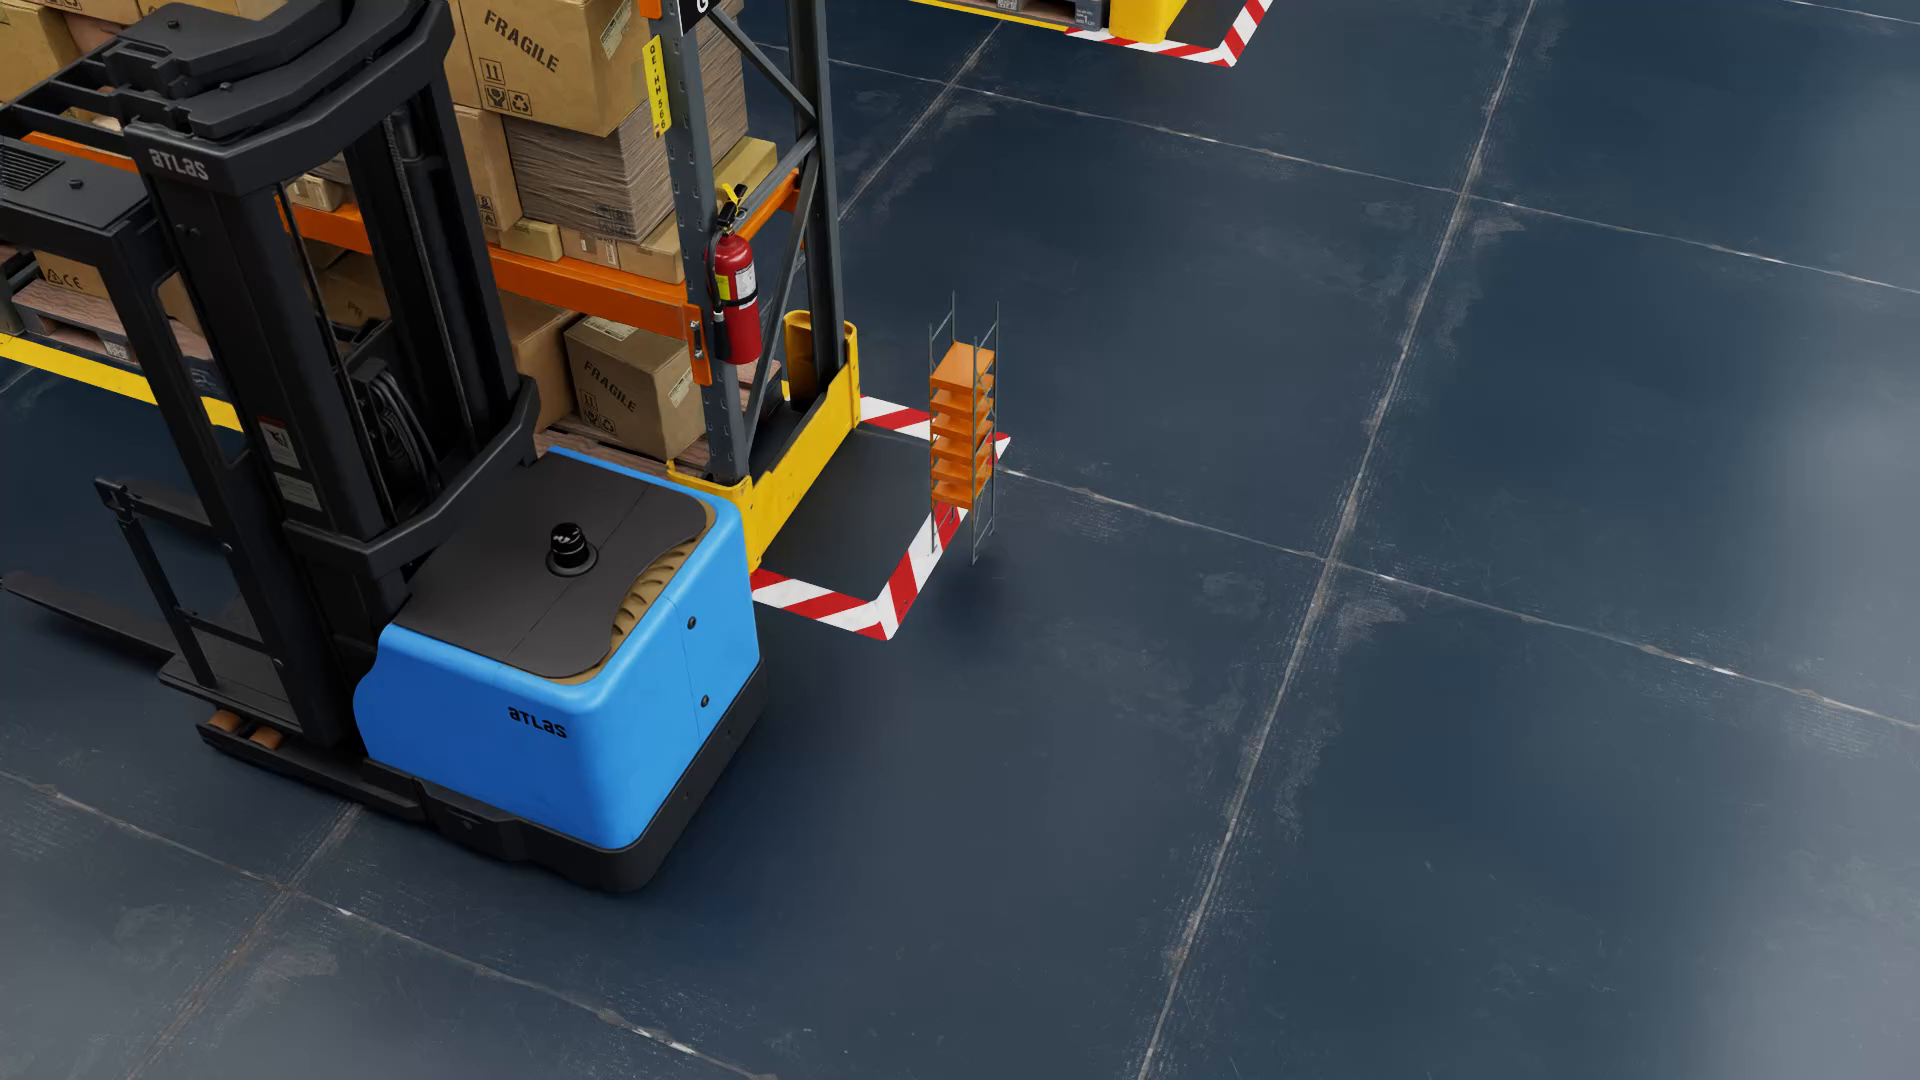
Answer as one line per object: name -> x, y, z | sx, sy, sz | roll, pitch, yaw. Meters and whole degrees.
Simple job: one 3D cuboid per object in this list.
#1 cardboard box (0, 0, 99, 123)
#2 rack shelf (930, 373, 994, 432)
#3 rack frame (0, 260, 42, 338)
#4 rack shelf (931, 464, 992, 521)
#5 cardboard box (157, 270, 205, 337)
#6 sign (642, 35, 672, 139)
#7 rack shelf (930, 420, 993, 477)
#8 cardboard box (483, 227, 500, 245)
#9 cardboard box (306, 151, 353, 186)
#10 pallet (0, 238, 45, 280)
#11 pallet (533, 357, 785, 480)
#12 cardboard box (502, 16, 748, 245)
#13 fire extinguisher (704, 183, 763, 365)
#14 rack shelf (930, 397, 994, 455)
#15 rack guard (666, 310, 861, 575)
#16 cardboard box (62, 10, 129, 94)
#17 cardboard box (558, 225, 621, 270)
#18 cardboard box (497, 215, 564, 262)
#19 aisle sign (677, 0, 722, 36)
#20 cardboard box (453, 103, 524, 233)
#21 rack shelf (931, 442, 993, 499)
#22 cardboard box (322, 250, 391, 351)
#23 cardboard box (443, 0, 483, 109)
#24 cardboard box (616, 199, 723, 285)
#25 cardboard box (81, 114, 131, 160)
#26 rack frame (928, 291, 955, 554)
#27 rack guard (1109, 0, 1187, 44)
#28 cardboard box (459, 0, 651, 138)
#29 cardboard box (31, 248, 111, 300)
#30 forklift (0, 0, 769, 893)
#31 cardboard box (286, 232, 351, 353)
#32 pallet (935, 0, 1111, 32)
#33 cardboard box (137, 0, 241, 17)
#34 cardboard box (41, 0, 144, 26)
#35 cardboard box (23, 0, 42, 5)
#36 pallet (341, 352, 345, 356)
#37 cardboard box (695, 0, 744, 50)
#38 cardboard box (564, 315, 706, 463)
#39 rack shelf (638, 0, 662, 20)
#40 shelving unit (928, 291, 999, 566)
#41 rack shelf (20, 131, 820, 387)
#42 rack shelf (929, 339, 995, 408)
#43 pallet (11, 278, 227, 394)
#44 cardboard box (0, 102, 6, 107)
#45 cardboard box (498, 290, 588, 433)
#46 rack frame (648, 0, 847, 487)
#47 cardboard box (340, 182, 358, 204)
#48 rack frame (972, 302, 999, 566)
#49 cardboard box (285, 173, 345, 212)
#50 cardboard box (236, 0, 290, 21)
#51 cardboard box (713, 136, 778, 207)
cardboard box -> -3.601, -2.206, 6.897 | 0.500, 0.500, 0.875 | 16, 47, 16
rack shelf -> 0.014, -0.560, 6.524 | 0.180, 0.103, 0.258 | 16, 47, 16
rack frame -> -4.440, -2.386, 7.360 | 0.127, 3.000, 1.000 | 16, 47, 16
rack shelf -> 0.014, -0.220, 6.862 | 0.180, 0.103, 0.258 | 16, 47, 16
cardboard box -> -3.555, -1.363, 7.807 | 0.500, 0.500, 0.500 | 32, 53, 28
sign -> -0.981, -1.466, 5.391 | 0.005, 0.325, 0.100 | 16, 47, 16
rack shelf -> 0.014, -0.390, 6.693 | 0.180, 0.103, 0.258 | 16, 47, 16
cardboard box -> -1.797, -1.334, 6.481 | 0.250, 0.149, 0.380 | 16, 47, 16
cardboard box -> -2.198, -1.829, 6.519 | 0.500, 0.500, 0.875 | 16, 47, 16
pallet -> -5.159, -1.608, 8.555 | 1.213, 0.211, 1.003 | 16, 47, 16
pallet -> -1.555, -0.575, 7.518 | 1.213, 0.211, 1.003 | 16, 47, 16
cardboard box -> -1.246, -1.608, 6.296 | 0.500, 0.500, 0.875 | 16, 47, 16
fire extinguisher -> -0.820, -0.941, 5.963 | 0.183, 0.674, 0.296 | 16, 47, 16
rack shelf -> 0.014, -0.475, 6.608 | 0.180, 0.103, 0.258 | 16, 47, 16
rack guard -> -0.819, -0.434, 7.171 | 0.348, 0.500, 1.175 | 16, 47, 16
cardboard box -> -3.101, -2.135, 6.827 | 0.500, 0.500, 0.875 | 16, 47, 16
cardboard box -> -1.322, -1.222, 6.368 | 0.250, 0.149, 0.380 | 16, 47, 16
cardboard box -> -1.572, -1.256, 6.403 | 0.250, 0.149, 0.380 | 16, 47, 16
aisle sign -> -0.807, -2.009, 5.138 | 0.004, 0.787, 0.394 | 16, 47, 16
cardboard box -> -1.753, -1.665, 6.354 | 0.500, 0.500, 0.875 | 16, 47, 16
rack shelf -> 0.014, -0.305, 6.778 | 0.180, 0.103, 0.258 | 16, 47, 16
cardboard box -> -2.454, -1.065, 7.507 | 0.500, 0.500, 0.500 | 21, 48, 19
cardboard box -> -1.815, -1.916, 5.897 | 0.500, 0.500, 0.500 | 16, 47, 16
cardboard box -> -1.091, -1.154, 6.300 | 0.250, 0.149, 0.380 | 16, 47, 16
cardboard box -> -3.441, -1.760, 6.909 | 0.250, 0.149, 0.380 | 16, 47, 16
rack frame -> -0.071, -0.446, 6.687 | 0.006, 1.200, 0.240 | 16, 47, 16
rack guard -> 1.276, -3.608, 10.361 | 0.348, 0.500, 1.175 | 16, 47, 16
cardboard box -> -1.351, -1.783, 5.764 | 0.500, 0.500, 0.500 | 16, 47, 16
cardboard box -> -4.087, -1.514, 7.958 | 0.500, 0.500, 0.500 | 15, 47, 15
forklift -> -2.297, -0.507, 5.521 | 3.031, 2.935, 1.130 | 17, 47, 16
cardboard box -> -2.952, -1.246, 7.689 | 0.500, 0.500, 0.500 | 13, 46, 12
pallet -> 0.486, -3.679, 10.637 | 1.213, 0.211, 1.003 | 16, 47, 16
cardboard box -> -2.734, -2.194, 6.177 | 0.500, 0.500, 0.500 | 16, 47, 16
cardboard box -> -3.200, -2.323, 6.306 | 0.500, 0.500, 0.500 | 16, 47, 16
cardboard box -> -3.661, -2.459, 6.443 | 0.500, 0.500, 0.500 | 16, 47, 16
pallet -> -2.677, -0.908, 7.852 | 1.213, 0.211, 1.003 | 16, 47, 16
cardboard box -> -1.151, -2.122, 6.104 | 0.500, 0.500, 0.500 | 16, 47, 16
cardboard box -> -1.319, -0.743, 7.183 | 0.500, 0.500, 0.500 | 25, 50, 23
rack shelf -> -2.595, -2.651, 6.010 | 4.000, 0.370, 1.077 | 16, 47, 16
shelving unit -> 0.014, -0.421, 6.662 | 0.189, 1.200, 0.258 | 16, 47, 16
rack shelf -> -2.595, -1.588, 7.068 | 4.000, 0.370, 1.077 | 16, 47, 16
rack shelf -> 0.014, -0.645, 6.439 | 0.180, 0.103, 0.258 | 16, 47, 16
pallet -> -3.807, -1.238, 8.184 | 1.213, 0.211, 1.003 | 16, 47, 16
cardboard box -> -3.891, -1.916, 7.066 | 0.250, 0.149, 0.380 | 16, 47, 16
cardboard box -> -1.883, -0.883, 7.324 | 0.500, 0.500, 0.500 | 29, 52, 26
rack frame -> -0.749, -1.300, 6.268 | 0.127, 3.000, 1.000 | 16, 47, 16
cardboard box -> -2.251, -1.482, 6.630 | 0.250, 0.149, 0.380 | 16, 47, 16
rack frame -> 0.098, -0.396, 6.637 | 0.006, 1.200, 0.240 | 16, 47, 16
cardboard box -> -2.516, -1.493, 6.640 | 0.250, 0.149, 0.380 | 16, 47, 16
cardboard box -> -2.276, -2.053, 6.035 | 0.500, 0.500, 0.500 | 16, 47, 16
cardboard box -> -0.920, -1.443, 6.591 | 0.250, 0.149, 0.380 | 16, 47, 16
